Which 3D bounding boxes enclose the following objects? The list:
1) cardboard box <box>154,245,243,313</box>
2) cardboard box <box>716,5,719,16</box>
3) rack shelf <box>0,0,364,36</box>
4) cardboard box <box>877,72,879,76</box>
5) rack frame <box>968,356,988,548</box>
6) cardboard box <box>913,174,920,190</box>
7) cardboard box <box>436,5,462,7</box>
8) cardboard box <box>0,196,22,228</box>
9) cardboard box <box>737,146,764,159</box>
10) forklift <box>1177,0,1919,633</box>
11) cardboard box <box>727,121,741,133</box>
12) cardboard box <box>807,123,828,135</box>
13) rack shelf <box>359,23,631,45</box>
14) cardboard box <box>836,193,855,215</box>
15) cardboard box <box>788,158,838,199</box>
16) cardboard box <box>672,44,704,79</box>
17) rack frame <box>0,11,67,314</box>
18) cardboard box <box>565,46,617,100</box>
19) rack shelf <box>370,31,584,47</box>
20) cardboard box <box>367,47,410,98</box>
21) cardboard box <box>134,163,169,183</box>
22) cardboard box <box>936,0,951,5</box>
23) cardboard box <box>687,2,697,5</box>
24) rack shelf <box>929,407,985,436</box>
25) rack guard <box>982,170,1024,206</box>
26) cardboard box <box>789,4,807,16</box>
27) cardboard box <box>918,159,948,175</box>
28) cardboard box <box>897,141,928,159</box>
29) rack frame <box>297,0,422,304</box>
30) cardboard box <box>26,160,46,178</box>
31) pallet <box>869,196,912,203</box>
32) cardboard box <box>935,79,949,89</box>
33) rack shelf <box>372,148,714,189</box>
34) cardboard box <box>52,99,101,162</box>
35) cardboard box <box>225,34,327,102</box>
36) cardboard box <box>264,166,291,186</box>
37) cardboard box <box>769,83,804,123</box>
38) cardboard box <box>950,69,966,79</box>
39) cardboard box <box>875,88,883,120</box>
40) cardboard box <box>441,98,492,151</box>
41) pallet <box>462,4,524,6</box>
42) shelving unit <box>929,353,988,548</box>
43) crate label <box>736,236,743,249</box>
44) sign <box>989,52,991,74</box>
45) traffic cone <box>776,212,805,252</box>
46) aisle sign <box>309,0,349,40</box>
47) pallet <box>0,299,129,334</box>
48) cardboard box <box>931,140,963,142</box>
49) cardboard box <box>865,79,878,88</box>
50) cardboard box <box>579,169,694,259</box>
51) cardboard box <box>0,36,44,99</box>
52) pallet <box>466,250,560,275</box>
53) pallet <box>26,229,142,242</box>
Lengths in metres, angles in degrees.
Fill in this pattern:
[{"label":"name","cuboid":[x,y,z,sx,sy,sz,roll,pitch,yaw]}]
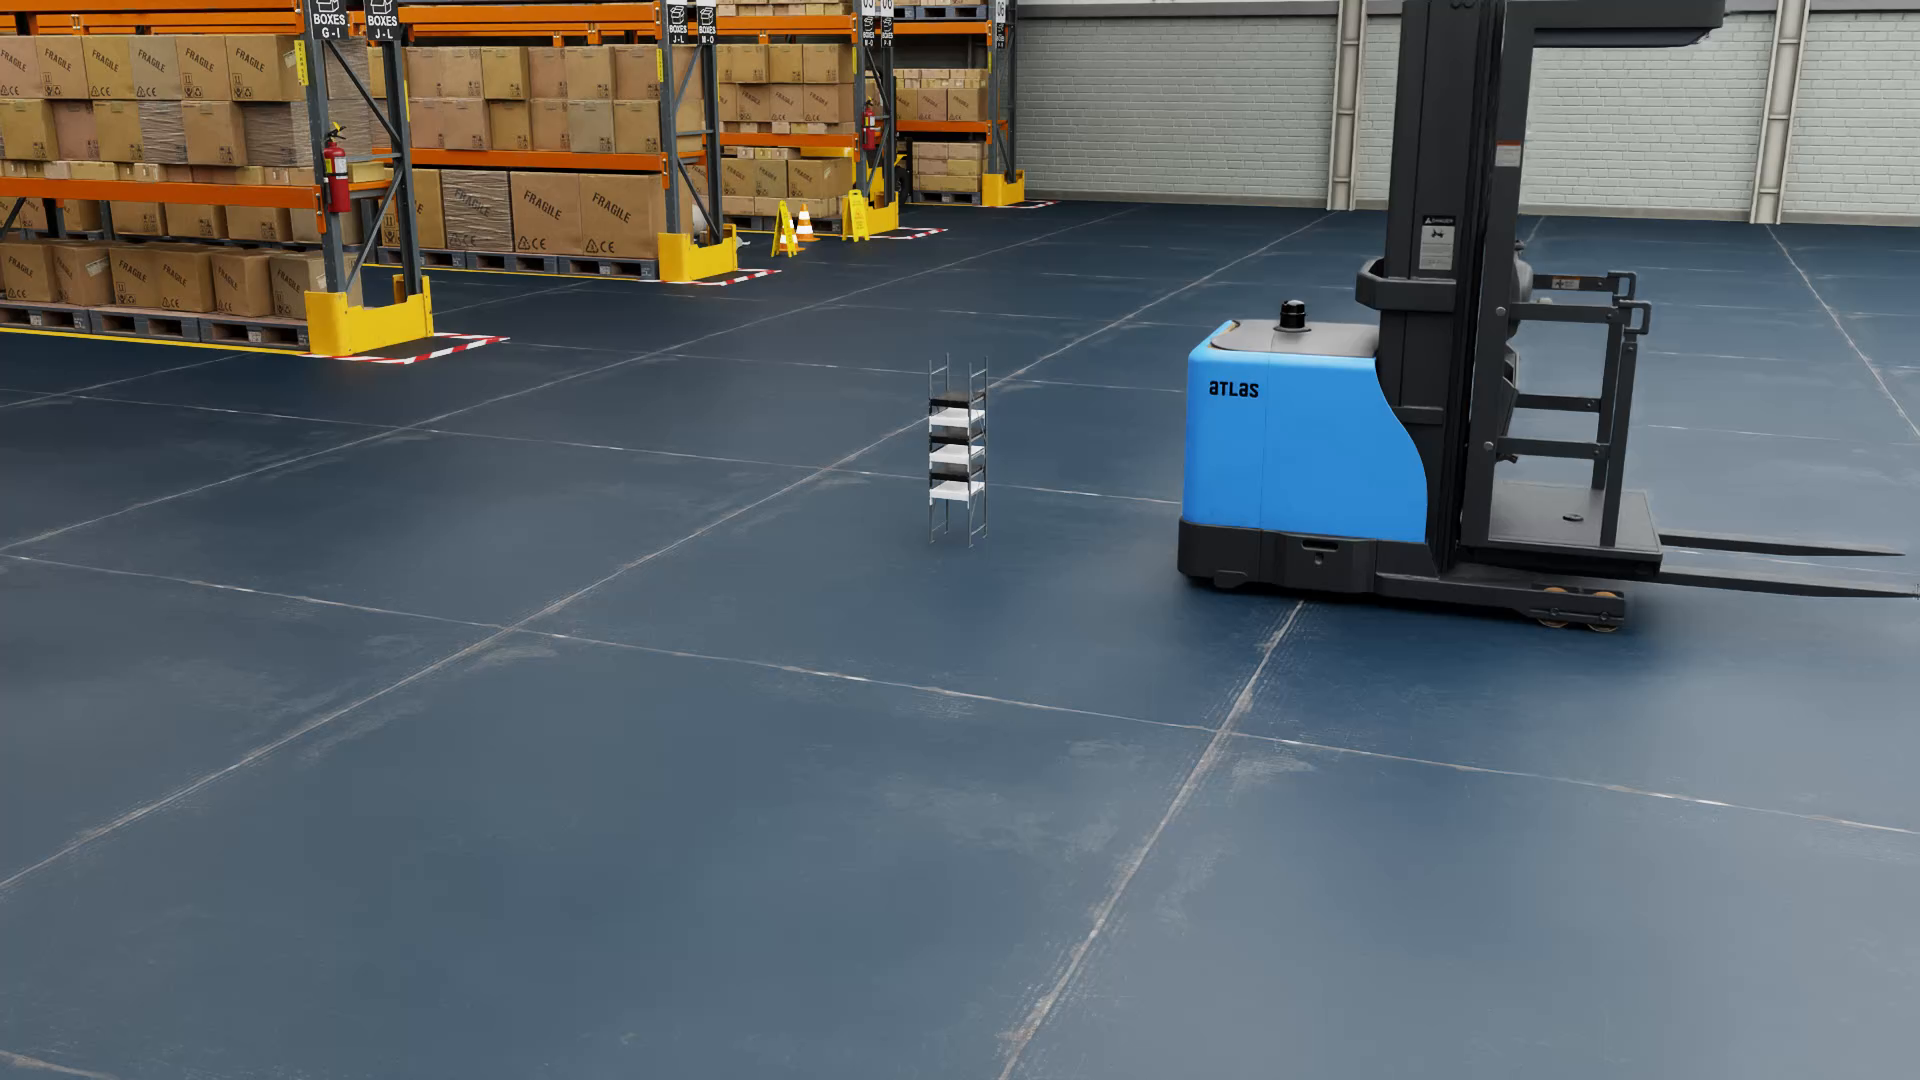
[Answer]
[{"label":"cardboard box","cuboid":[-6.492,-2.243,14.249,0.500,0.500,0.500,8,18,26]},{"label":"cardboard box","cuboid":[-3.221,-7.098,22.312,0.250,0.149,0.380,6,17,21]},{"label":"rack shelf","cuboid":[-6.633,-4.352,13.694,4.000,0.370,1.077,6,17,21]},{"label":"cardboard box","cuboid":[-1.158,-7.550,26.923,0.250,0.149,0.380,7,17,21]},{"label":"rack frame","cuboid":[0.087,-0.423,8.015,0.006,0.900,0.240,6,17,21]},{"label":"cardboard box","cuboid":[-0.793,-5.864,27.172,0.500,0.250,0.500,6,17,21]},{"label":"cardboard box","cuboid":[-7.149,-7.782,24.035,0.637,0.503,0.797,6,17,21]},{"label":"cardboard box","cuboid":[-11.989,-4.251,21.168,0.500,0.500,0.500,5,17,18]},{"label":"cardboard box","cuboid":[-2.821,-5.264,22.594,0.250,0.149,0.380,7,18,23]},{"label":"forklift","cuboid":[2.549,-1.192,7.023,3.031,2.935,1.130,5,17,17]},{"label":"cardboard box","cuboid":[-2.978,-5.646,22.692,0.250,0.149,0.380,6,17,21]},{"label":"cardboard box","cuboid":[-1.839,-5.482,22.126,0.250,0.149,0.380,6,17,20]},{"label":"rack shelf","cuboid":[-6.718,-7.331,23.956,4.000,0.370,1.077,6,17,21]},{"label":"cardboard box","cuboid":[-1.786,-4.658,23.016,0.500,0.250,0.500,6,17,20]},{"label":"cardboard box","cuboid":[-1.978,-4.878,22.430,0.500,0.500,0.500,6,17,21]},{"label":"cardboard box","cuboid":[-3.604,-6.485,22.625,0.500,0.500,0.700,6,17,19]},{"label":"rack frame","cuboid":[-8.494,-3.461,14.716,0.127,3.000,1.000,6,17,21]},{"label":"cardboard box","cuboid":[-3.735,-4.999,17.808,0.550,0.550,0.875,6,17,21]},{"label":"rack shelf","cuboid":[-8.621,-9.028,29.802,4.000,0.370,1.077,6,17,21]},{"label":"cardboard box","cuboid":[-6.249,-5.281,18.780,0.550,0.550,0.875,6,17,21]},{"label":"cardboard box","cuboid":[-6.548,-3.033,13.693,0.250,0.149,0.380,6,17,21]},{"label":"cardboard box","cuboid":[-0.201,-8.486,26.161,0.250,0.149,0.380,6,17,19]},{"label":"cardboard box","cuboid":[-3.604,-7.322,22.370,0.500,0.250,0.500,6,17,21]},{"label":"rack shelf","cuboid":[-0.008,-0.574,8.010,0.200,0.077,0.258,6,17,21]},{"label":"rack guard","cuboid":[0.703,-5.707,26.936,0.348,0.500,1.175,6,17,21]},{"label":"cardboard box","cuboid":[-2.049,-6.959,21.835,0.250,0.149,0.380,7,18,22]},{"label":"cardboard box","cuboid":[-0.349,-6.054,26.930,0.500,0.250,0.500,6,17,20]},{"label":"cardboard box","cuboid":[-0.812,-6.337,27.009,0.500,0.250,0.500,7,17,21]},{"label":"rack frame","cuboid":[-4.773,-3.052,13.307,0.127,3.000,1.000,6,17,21]},{"label":"cardboard box","cuboid":[-7.698,-3.170,14.164,0.250,0.149,0.380,6,17,21]},{"label":"pallet","cuboid":[-1.177,-5.764,27.648,1.213,0.211,1.003,6,17,21]},{"label":"cardboard box","cuboid":[-0.212,-7.293,26.573,0.250,0.149,0.380,7,17,22]},{"label":"rack shelf","cuboid":[-4.719,-4.187,18.507,4.000,0.370,1.077,6,17,21]},{"label":"cardboard box","cuboid":[-7.144,-3.505,14.153,0.500,0.500,0.875,6,17,21]},{"label":"cardboard box","cuboid":[-5.375,-3.715,13.085,0.500,0.500,0.500,6,17,21]},{"label":"cardboard box","cuboid":[-5.346,-2.933,13.347,0.250,0.149,0.380,6,17,21]},{"label":"cardboard box","cuboid":[-2.207,-5.850,22.230,0.500,0.500,0.500,6,17,21]},{"label":"cardboard box","cuboid":[0.030,-7.412,26.447,0.250,0.149,0.380,6,17,21]},{"label":"cardboard box","cuboid":[-1.301,-7.097,27.059,0.500,0.500,0.500,6,17,21]},{"label":"cardboard box","cuboid":[-5.253,-4.639,18.503,0.550,0.550,0.875,6,17,21]},{"label":"pallet","cuboid":[-6.359,-7.578,23.853,1.003,0.211,1.213,6,17,21]},{"label":"shelving unit","cuboid":[-0.008,-0.433,8.051,0.210,0.900,0.258,6,17,21]},{"label":"crate label","cuboid":[-2.855,-3.699,20.669,0.298,0.136,0.250,-2,16,-8]},{"label":"sign","cuboid":[0.469,-7.441,25.922,0.005,0.325,0.100,6,17,21]},{"label":"traffic cone","cuboid":[-2.101,-3.791,20.401,0.334,0.463,0.336,6,17,21]},{"label":"aisle sign","cuboid":[-4.825,-4.216,12.655,0.004,0.787,0.394,6,17,21]},{"label":"pallet","cuboid":[-7.856,-2.063,14.900,1.213,0.211,1.003,6,17,21]},{"label":"cardboard box","cuboid":[-0.163,-6.420,27.293,0.500,0.250,0.500,6,17,21]},{"label":"cardboard box","cuboid":[-1.409,-7.415,26.991,0.250,0.149,0.380,6,17,19]},{"label":"cardboard box","cuboid":[-3.514,-3.562,18.120,0.875,0.875,0.875,6,17,21]},{"label":"cardboard box","cuboid":[-7.703,-3.970,13.961,0.500,0.500,0.500,6,17,21]},{"label":"pallet","cuboid":[-4.762,-3.176,18.734,1.213,0.211,1.003,6,17,21]},{"label":"pallet","cuboid":[-11.027,-3.888,21.187,1.213,0.211,1.003,6,17,21]}]
